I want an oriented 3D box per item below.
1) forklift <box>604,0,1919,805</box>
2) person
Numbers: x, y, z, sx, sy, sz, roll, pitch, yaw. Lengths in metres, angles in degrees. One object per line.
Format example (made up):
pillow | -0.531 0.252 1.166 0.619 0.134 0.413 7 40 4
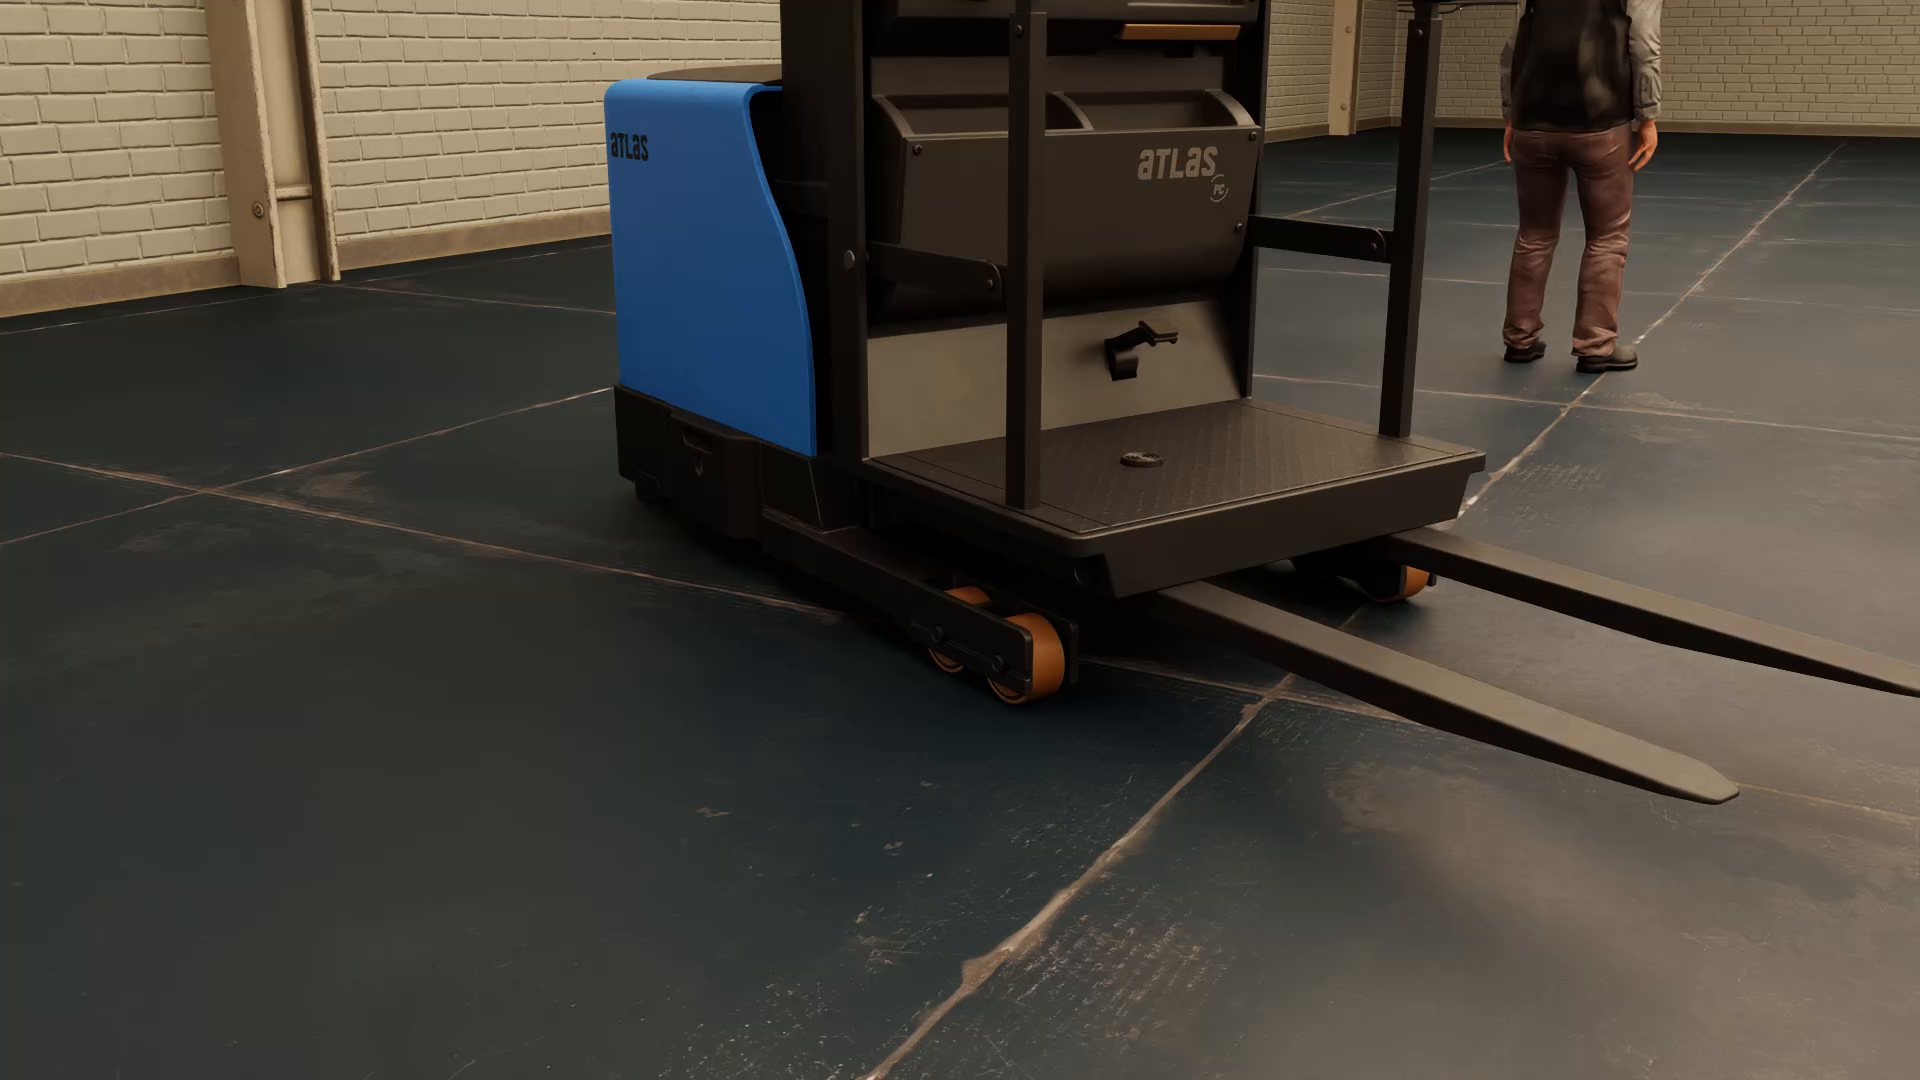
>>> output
forklift | 0.361 -1.262 3.137 1.130 2.935 3.031 -11 20 -34
person | 2.240 -1.491 6.064 0.580 1.719 0.425 15 22 41
